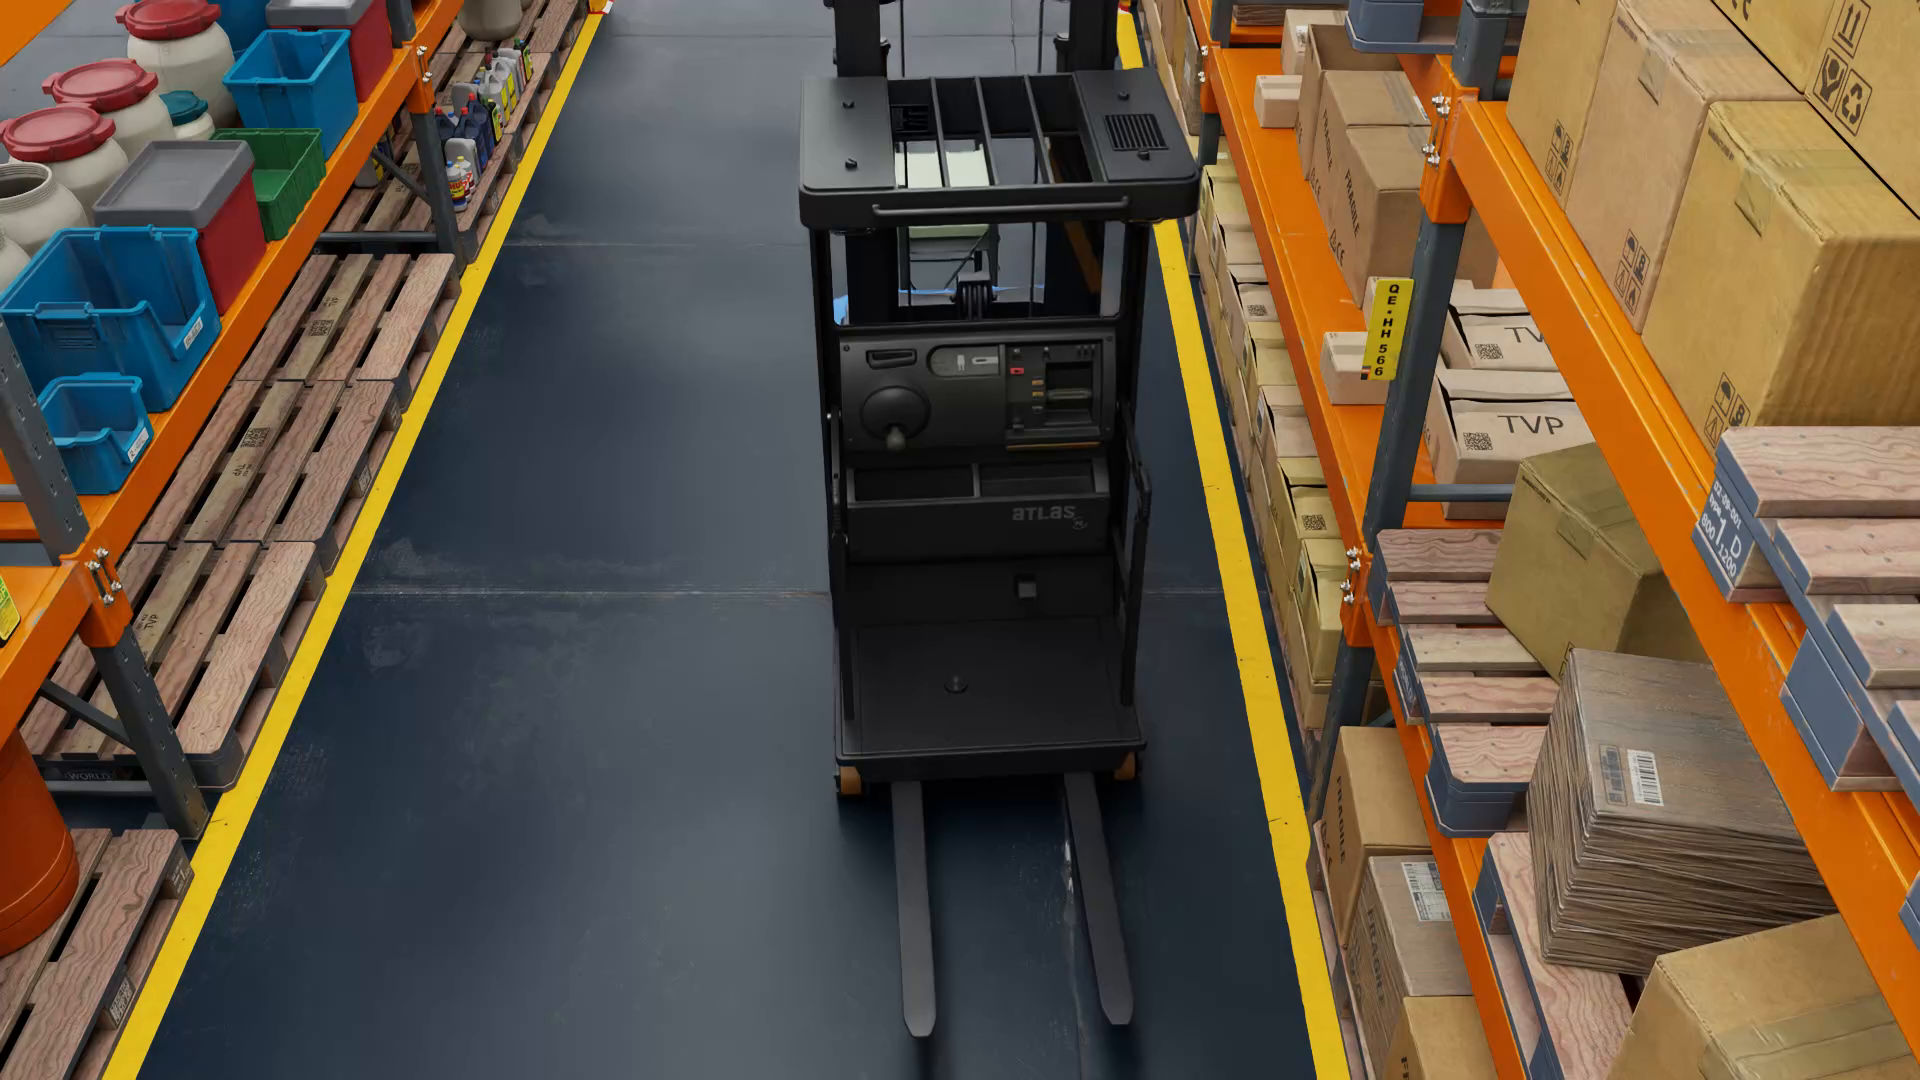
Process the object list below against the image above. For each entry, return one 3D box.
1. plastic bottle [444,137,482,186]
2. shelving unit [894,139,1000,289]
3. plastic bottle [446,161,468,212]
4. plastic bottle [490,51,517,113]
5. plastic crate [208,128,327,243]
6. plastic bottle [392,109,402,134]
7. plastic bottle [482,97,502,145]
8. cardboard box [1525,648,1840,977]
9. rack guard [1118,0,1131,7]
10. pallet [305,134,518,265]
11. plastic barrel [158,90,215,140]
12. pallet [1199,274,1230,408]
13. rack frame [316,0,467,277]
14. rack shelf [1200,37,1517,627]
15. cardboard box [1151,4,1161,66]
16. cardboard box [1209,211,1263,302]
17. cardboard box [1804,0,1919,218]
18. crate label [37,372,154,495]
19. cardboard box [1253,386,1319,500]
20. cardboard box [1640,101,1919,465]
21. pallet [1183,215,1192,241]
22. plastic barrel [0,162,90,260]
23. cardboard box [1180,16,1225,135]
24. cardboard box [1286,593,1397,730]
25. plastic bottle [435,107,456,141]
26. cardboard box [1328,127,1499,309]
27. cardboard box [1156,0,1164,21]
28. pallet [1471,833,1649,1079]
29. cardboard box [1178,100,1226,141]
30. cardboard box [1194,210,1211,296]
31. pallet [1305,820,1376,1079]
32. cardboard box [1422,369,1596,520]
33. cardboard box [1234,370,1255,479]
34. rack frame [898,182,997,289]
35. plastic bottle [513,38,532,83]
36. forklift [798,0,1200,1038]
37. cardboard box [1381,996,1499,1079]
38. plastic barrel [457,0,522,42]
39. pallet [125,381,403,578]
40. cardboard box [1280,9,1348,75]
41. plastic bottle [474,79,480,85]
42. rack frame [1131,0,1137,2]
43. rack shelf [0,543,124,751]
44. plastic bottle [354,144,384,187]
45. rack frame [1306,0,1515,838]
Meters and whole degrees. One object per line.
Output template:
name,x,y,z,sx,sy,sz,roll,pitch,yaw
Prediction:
plastic bottle,-2.799,-2.147,9.357,0.152,0.276,0.135,1,39,2
shelving unit,-0.074,-1.062,7.375,0.431,1.500,0.755,-3,39,-3
plastic bottle,-2.771,-1.943,9.106,0.097,0.271,0.097,0,39,0
plastic bottle,-2.796,-2.780,10.086,0.144,0.351,0.185,1,39,2
plastic crate,-2.925,-1.465,6.849,0.450,0.188,0.662,0,39,0
plastic bottle,-3.388,-2.575,9.885,0.061,0.283,0.133,0,39,0
plastic bottle,-2.754,-2.475,9.760,0.061,0.283,0.133,2,39,2
cardboard box,1.672,0.627,3.654,0.700,0.500,0.500,7,39,8
rack guard,1.740,-4.179,12.065,1.175,0.500,0.348,0,39,0
pallet,-3.168,-1.968,9.537,1.003,0.211,1.213,0,39,0
plastic barrel,-3.361,-1.755,7.152,0.301,0.262,0.301,0,39,0
pallet,1.784,-1.089,8.440,1.003,0.211,1.213,0,39,0
rack frame,-3.209,-2.636,8.141,1.000,3.000,0.127,0,39,0
rack shelf,1.747,-1.106,6.807,1.077,0.370,4.000,0,39,0
cardboard box,1.522,-3.269,10.794,0.500,0.250,0.500,0,39,0
cardboard box,1.491,-1.376,7.983,0.500,0.311,0.500,0,39,-1
cardboard box,1.744,-0.825,2.603,0.500,0.500,0.500,0,39,0
crate label,-2.830,-0.333,5.401,0.303,0.233,0.416,0,39,0
cardboard box,1.497,-0.414,6.783,0.500,0.311,0.500,0,39,0
cardboard box,1.784,-0.429,2.908,0.910,0.500,0.500,0,39,0
pallet,1.785,-2.047,9.635,1.003,0.211,1.213,0,39,0
plastic barrel,-3.420,-1.085,6.116,0.421,0.512,0.421,0,39,0
cardboard box,1.536,-2.624,9.389,0.500,0.500,0.500,0,39,0
cardboard box,1.504,0.444,6.160,0.500,0.250,0.500,1,39,1
plastic bottle,-2.939,-2.279,9.462,0.144,0.351,0.185,0,39,0
cardboard box,1.731,-1.225,6.299,0.500,0.500,0.500,-2,39,-2
cardboard box,1.534,-3.562,10.559,0.500,0.500,0.500,0,39,0
pallet,1.756,1.155,3.564,1.003,0.211,1.213,0,39,0
cardboard box,1.534,-2.331,9.623,0.500,0.250,0.500,0,39,0
cardboard box,1.497,-1.476,8.556,0.500,0.250,0.500,-1,39,-1
pallet,1.712,1.419,5.311,1.003,0.211,1.213,0,39,0
cardboard box,1.792,-0.329,5.333,0.500,0.311,0.500,2,39,3
cardboard box,1.499,-0.514,7.356,0.500,0.250,0.500,1,39,1
rack frame,-0.049,-0.833,7.090,0.400,1.500,0.023,-3,39,-3
plastic bottle,-2.755,-3.028,10.451,0.061,0.283,0.133,1,39,1
forklift,0.081,-0.428,5.440,1.130,2.935,3.031,-3,39,-3
cardboard box,1.465,1.593,4.510,0.500,0.500,0.500,-1,39,-1
plastic barrel,-3.136,-3.606,11.005,0.421,0.512,0.421,0,39,0
pallet,-3.165,-0.292,7.446,1.003,0.211,1.213,0,39,0
cardboard box,1.789,-2.271,7.806,0.500,0.250,0.500,2,39,3
plastic bottle,-2.917,-2.694,10.099,0.097,0.201,0.097,0,39,0
rack frame,1.740,-5.139,11.264,1.000,3.000,0.127,0,39,0
rack shelf,-3.202,1.396,3.684,1.077,0.370,4.000,0,39,0
plastic bottle,-3.354,-2.177,9.334,0.144,0.351,0.185,0,39,0
rack frame,1.749,-0.136,5.021,1.000,3.000,0.127,0,39,0
